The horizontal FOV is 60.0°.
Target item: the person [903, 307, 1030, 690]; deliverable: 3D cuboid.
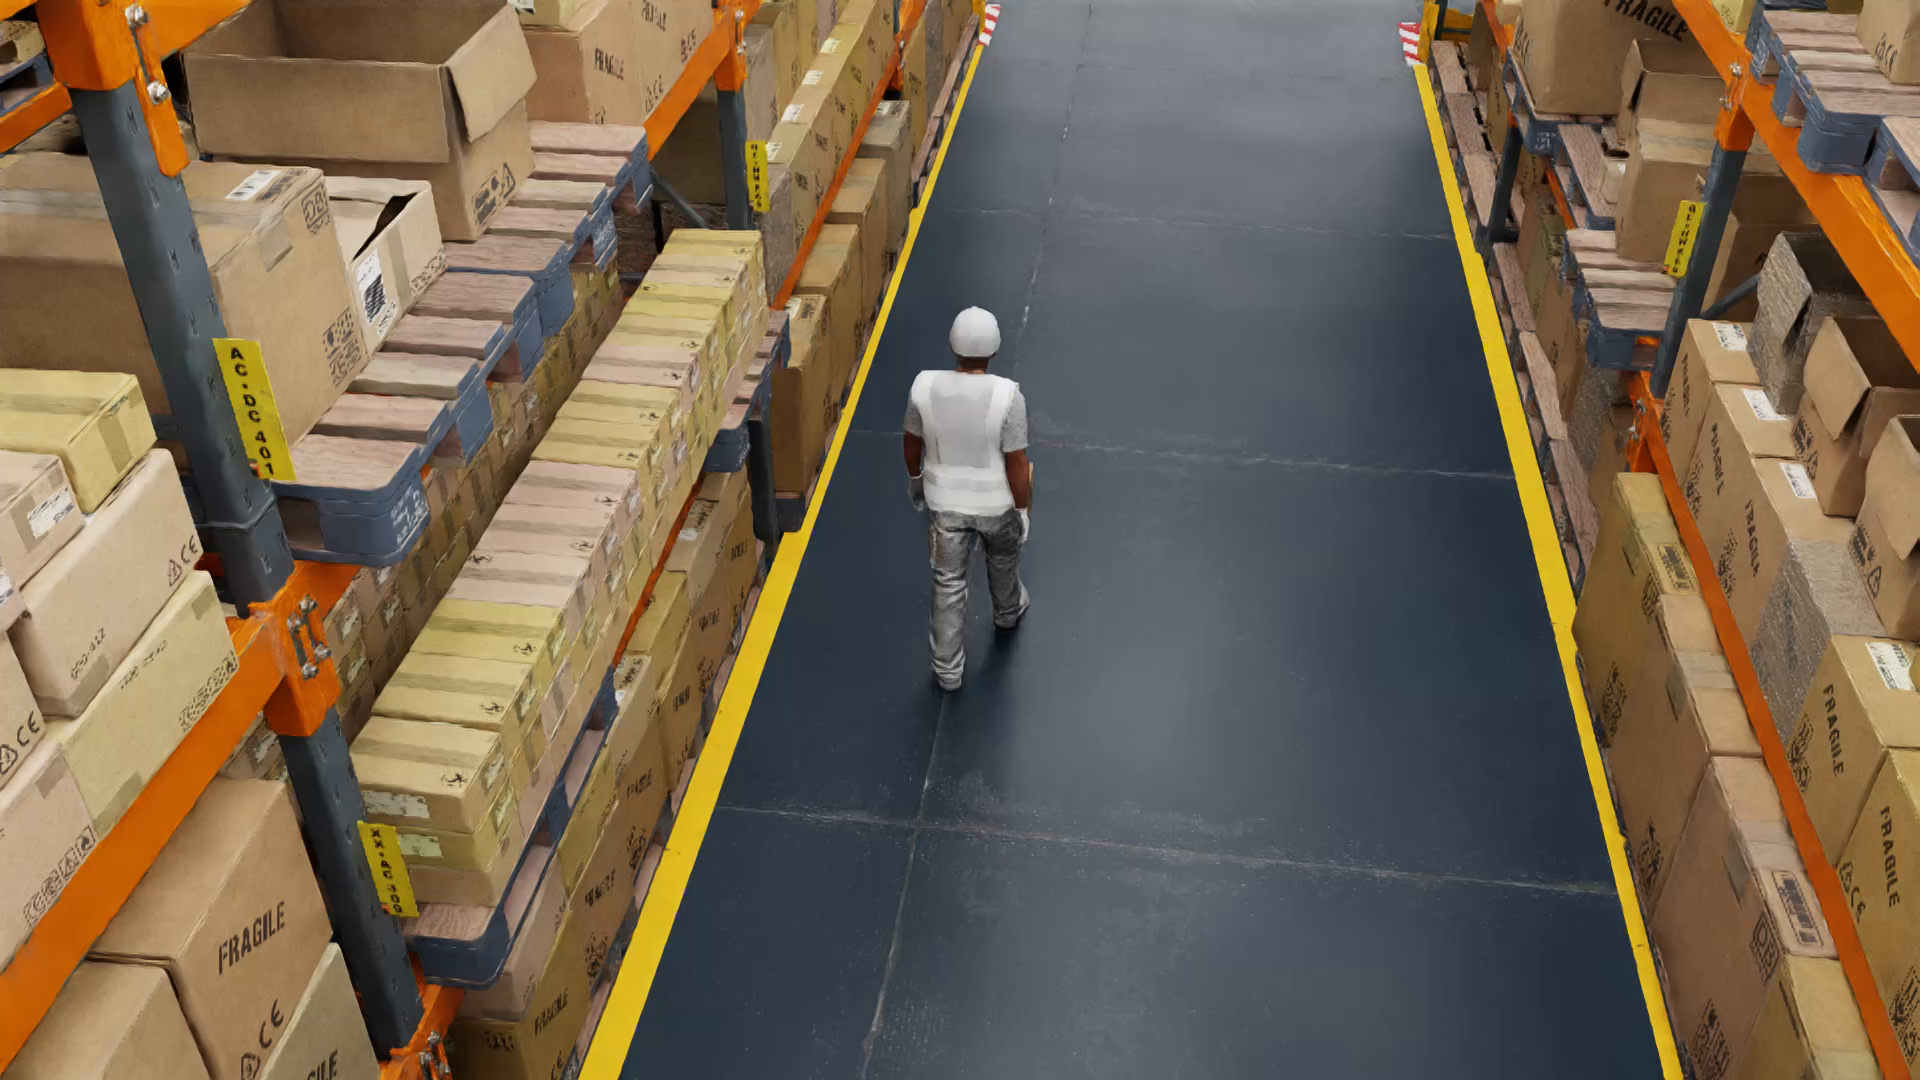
[{"bbox_3d":[0.052,-0.249,7.349,0.578,1.758,0.783,6,36,8],"label":"person"}]
